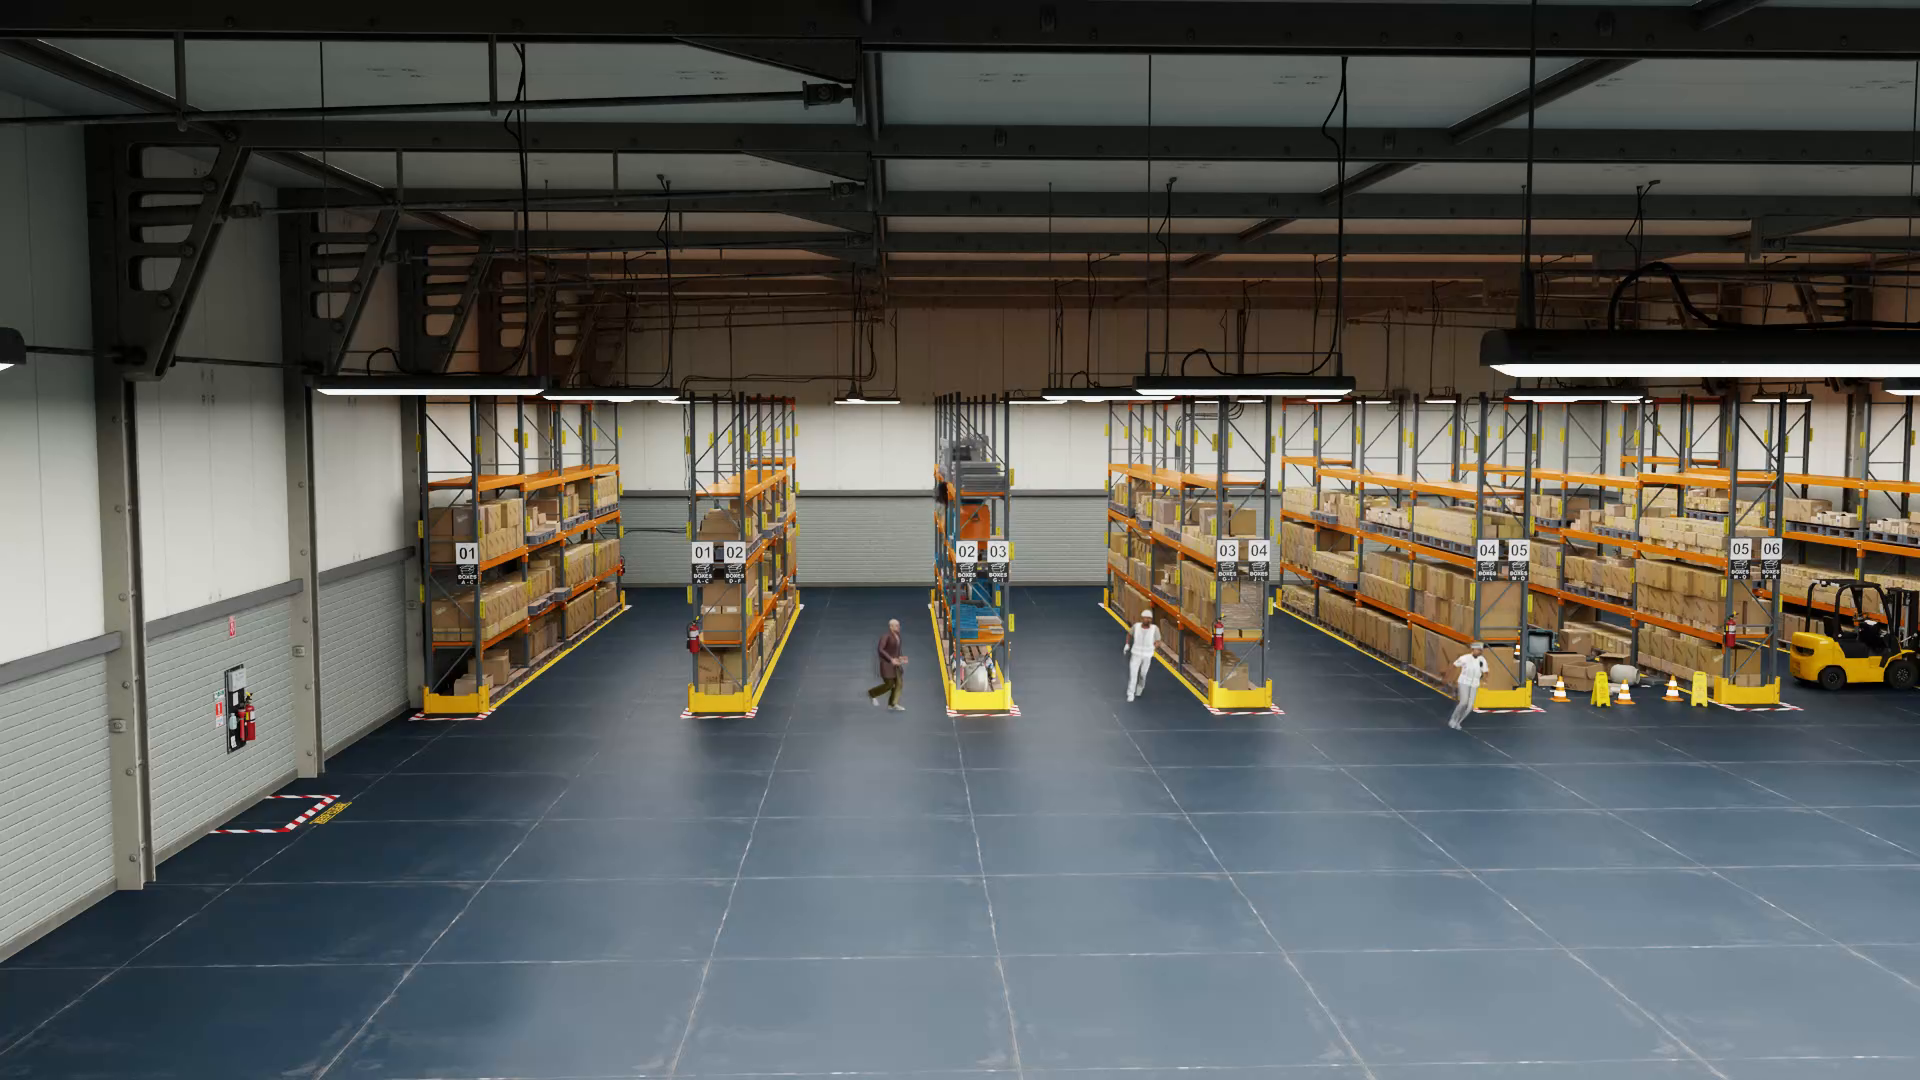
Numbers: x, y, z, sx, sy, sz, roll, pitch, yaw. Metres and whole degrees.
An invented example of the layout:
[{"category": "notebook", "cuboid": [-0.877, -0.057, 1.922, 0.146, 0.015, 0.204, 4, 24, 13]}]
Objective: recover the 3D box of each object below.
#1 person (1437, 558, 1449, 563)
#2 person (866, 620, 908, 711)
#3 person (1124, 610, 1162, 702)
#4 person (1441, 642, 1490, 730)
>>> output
[{"category": "person", "cuboid": [14.356, 0.961, 49.064, 0.792, 1.711, 0.708, 0, 5, -6]}, {"category": "person", "cuboid": [-1.403, 2.350, 31.413, 0.814, 1.731, 0.713, 3, 5, 33]}, {"category": "person", "cuboid": [3.544, 2.218, 32.278, 0.737, 1.724, 1.038, 1, 5, 7]}, {"category": "person", "cuboid": [9.025, 2.597, 29.449, 0.763, 1.605, 0.630, -1, 5, -14]}]
